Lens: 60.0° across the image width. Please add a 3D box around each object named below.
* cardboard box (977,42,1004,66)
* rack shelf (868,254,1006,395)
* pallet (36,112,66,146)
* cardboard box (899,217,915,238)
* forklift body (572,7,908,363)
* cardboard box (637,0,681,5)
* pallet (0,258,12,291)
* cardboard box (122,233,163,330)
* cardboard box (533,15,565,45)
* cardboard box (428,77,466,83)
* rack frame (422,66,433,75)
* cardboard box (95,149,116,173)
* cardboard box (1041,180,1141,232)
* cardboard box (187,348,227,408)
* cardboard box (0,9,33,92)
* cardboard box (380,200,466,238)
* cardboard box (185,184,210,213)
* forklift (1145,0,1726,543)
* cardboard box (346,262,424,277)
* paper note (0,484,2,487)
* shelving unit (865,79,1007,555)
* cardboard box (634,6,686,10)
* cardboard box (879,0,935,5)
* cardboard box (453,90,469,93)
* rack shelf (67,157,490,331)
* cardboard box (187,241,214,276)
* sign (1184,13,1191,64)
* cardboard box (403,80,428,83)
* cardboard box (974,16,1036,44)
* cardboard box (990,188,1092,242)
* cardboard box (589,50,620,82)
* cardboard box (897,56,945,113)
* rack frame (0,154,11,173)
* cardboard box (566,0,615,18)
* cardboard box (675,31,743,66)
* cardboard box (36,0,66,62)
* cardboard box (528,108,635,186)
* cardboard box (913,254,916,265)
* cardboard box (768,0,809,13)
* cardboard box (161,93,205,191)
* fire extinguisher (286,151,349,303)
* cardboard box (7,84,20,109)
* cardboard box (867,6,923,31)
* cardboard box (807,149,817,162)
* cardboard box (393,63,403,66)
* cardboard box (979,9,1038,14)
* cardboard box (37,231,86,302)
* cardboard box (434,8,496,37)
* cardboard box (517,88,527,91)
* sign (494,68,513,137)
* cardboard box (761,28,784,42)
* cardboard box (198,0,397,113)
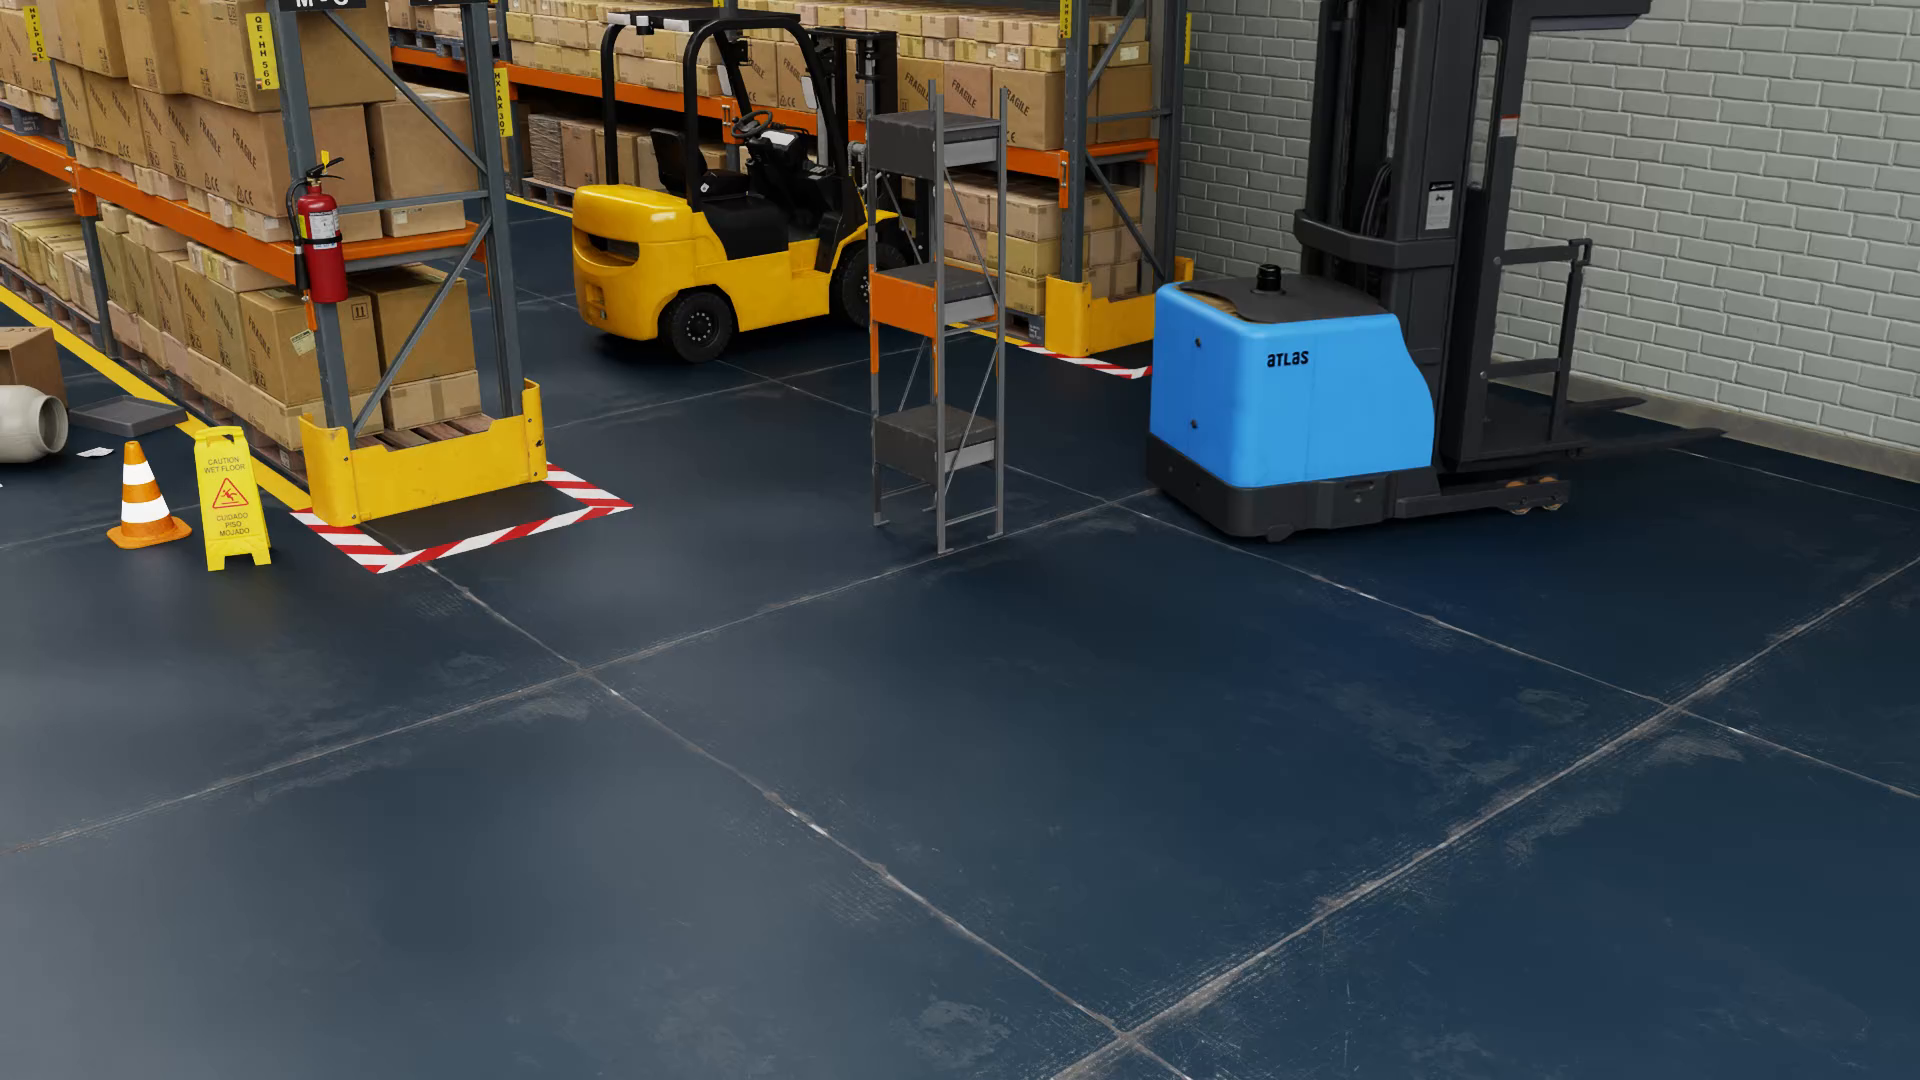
[{"bbox_3d":[0.337,-3.326,11.335,0.380,0.149,0.250,-17,27,-36],"label":"cardboard box"},{"bbox_3d":[-0.108,-1.011,7.723,0.431,0.518,0.480,-17,27,-37],"label":"rack shelf"},{"bbox_3d":[-5.670,-2.877,11.480,1.003,0.211,1.213,-17,27,-37],"label":"pallet"},{"bbox_3d":[-0.139,-2.285,12.214,0.500,0.250,0.500,-18,28,-39],"label":"cardboard box"},{"bbox_3d":[-1.532,-2.493,11.399,2.313,2.155,1.214,-17,27,-37],"label":"forklift body"},{"bbox_3d":[-2.752,-4.896,15.344,0.380,0.149,0.250,-16,27,-36],"label":"cardboard box"},{"bbox_3d":[-7.383,-2.311,13.595,1.003,0.211,1.213,-17,27,-37],"label":"pallet"},{"bbox_3d":[-4.742,-1.613,10.154,0.500,0.500,0.500,-16,27,-35],"label":"cardboard box"},{"bbox_3d":[-3.704,-4.852,15.779,0.500,0.250,0.500,-16,27,-36],"label":"cardboard box"},{"bbox_3d":[-5.946,-5.278,19.308,0.380,0.149,0.250,-17,27,-37],"label":"cardboard box"},{"bbox_3d":[-6.745,-6.113,19.480,1.000,3.000,0.127,-17,27,-37],"label":"rack frame"},{"bbox_3d":[-5.114,-2.383,10.299,0.380,0.149,0.250,-16,27,-36],"label":"cardboard box"},{"bbox_3d":[0.918,-2.357,11.712,0.500,0.250,0.500,-18,28,-38],"label":"cardboard box"},{"bbox_3d":[-4.079,-0.978,9.563,0.500,0.250,0.500,-19,28,-39],"label":"cardboard box"},{"bbox_3d":[-6.081,-3.311,11.203,0.500,0.500,0.500,-17,27,-37],"label":"cardboard box"},{"bbox_3d":[-2.735,-1.642,8.407,0.380,0.149,0.250,-17,27,-37],"label":"cardboard box"},{"bbox_3d":[-3.964,-1.888,9.035,0.380,0.149,0.250,-18,28,-38],"label":"cardboard box"},{"bbox_3d":[2.535,-1.663,8.211,3.031,2.935,1.130,-7,23,-18],"label":"forklift"},{"bbox_3d":[-3.348,-1.318,9.403,0.500,0.500,0.500,-19,28,-39],"label":"cardboard box"},{"bbox_3d":[-5.052,-0.293,8.719,0.032,0.001,0.123,-17,27,-37],"label":"paper note"},{"bbox_3d":[-0.108,-1.023,7.718,0.431,2.100,0.503,-17,27,-37],"label":"shelving unit"},{"bbox_3d":[-2.612,-4.569,14.510,0.380,0.149,0.250,-18,28,-39],"label":"cardboard box"},{"bbox_3d":[-0.406,-4.094,12.890,0.380,0.149,0.250,-18,28,-38],"label":"cardboard box"},{"bbox_3d":[-5.493,-4.791,18.066,0.380,0.149,0.250,-19,28,-40],"label":"cardboard box"},{"bbox_3d":[-3.975,-1.833,9.537,1.077,0.370,4.000,-17,27,-37],"label":"rack shelf"},{"bbox_3d":[-4.013,-1.570,9.156,0.380,0.149,0.250,-16,27,-35],"label":"cardboard box"},{"bbox_3d":[1.512,-3.369,11.176,0.100,0.325,0.005,-17,27,-37],"label":"sign"},{"bbox_3d":[-6.297,-5.158,19.003,0.380,0.149,0.250,-19,28,-40],"label":"cardboard box"},{"bbox_3d":[0.319,-3.461,11.272,0.380,0.149,0.250,-17,27,-36],"label":"cardboard box"},{"bbox_3d":[0.551,-2.232,11.393,0.500,0.250,0.500,-16,27,-36],"label":"cardboard box"},{"bbox_3d":[-3.026,-4.333,15.140,0.500,0.250,0.500,-16,27,-36],"label":"cardboard box"},{"bbox_3d":[-0.099,-3.205,11.917,0.500,0.500,0.500,-18,28,-38],"label":"cardboard box"},{"bbox_3d":[-7.892,-3.826,13.639,1.000,3.000,0.127,-17,27,-37],"label":"rack frame"},{"bbox_3d":[-3.420,-4.929,15.429,0.380,0.149,0.250,-17,27,-37],"label":"cardboard box"},{"bbox_3d":[-2.037,-4.141,13.964,0.500,0.250,0.500,-18,28,-39],"label":"cardboard box"},{"bbox_3d":[-5.158,-3.198,10.120,0.700,0.500,0.500,-18,28,-38],"label":"cardboard box"},{"bbox_3d":[-3.737,-3.923,16.566,0.875,0.625,0.625,-16,27,-36],"label":"cardboard box"},{"bbox_3d":[-0.095,-2.048,12.294,0.500,0.250,0.500,-17,27,-37],"label":"cardboard box"},{"bbox_3d":[-1.287,-4.185,13.122,0.380,0.149,0.250,-17,27,-37],"label":"cardboard box"},{"bbox_3d":[-3.880,-2.163,8.849,0.500,0.500,0.500,-18,27,-38],"label":"cardboard box"},{"bbox_3d":[-2.944,-1.438,7.649,0.296,0.674,0.183,-17,27,-37],"label":"fire extinguisher"},{"bbox_3d":[-6.349,-3.085,11.516,0.380,0.149,0.250,-17,27,-37],"label":"cardboard box"},{"bbox_3d":[-0.463,-3.830,12.215,0.380,0.149,0.250,-17,27,-37],"label":"cardboard box"},{"bbox_3d":[-1.119,-2.932,13.180,0.500,0.250,0.500,-17,27,-37],"label":"cardboard box"},{"bbox_3d":[-6.667,-5.438,19.309,0.380,0.149,0.250,-18,28,-38],"label":"cardboard box"},{"bbox_3d":[0.361,-3.718,11.928,0.380,0.149,0.250,-16,27,-36],"label":"cardboard box"},{"bbox_3d":[-6.097,-2.035,12.093,0.950,0.372,0.625,-15,26,-34],"label":"cardboard box"},{"bbox_3d":[-5.068,-5.348,17.156,0.500,0.250,0.500,-19,28,-40],"label":"cardboard box"},{"bbox_3d":[-4.929,-4.848,18.210,0.380,0.149,0.250,-18,28,-39],"label":"cardboard box"},{"bbox_3d":[-2.259,-2.148,8.167,0.100,0.325,0.005,-17,27,-37],"label":"sign"},{"bbox_3d":[-1.344,-4.030,13.134,0.380,0.149,0.250,-17,27,-36],"label":"cardboard box"},{"bbox_3d":[-3.169,-2.355,7.968,0.700,0.500,0.500,-18,28,-39],"label":"cardboard box"}]
